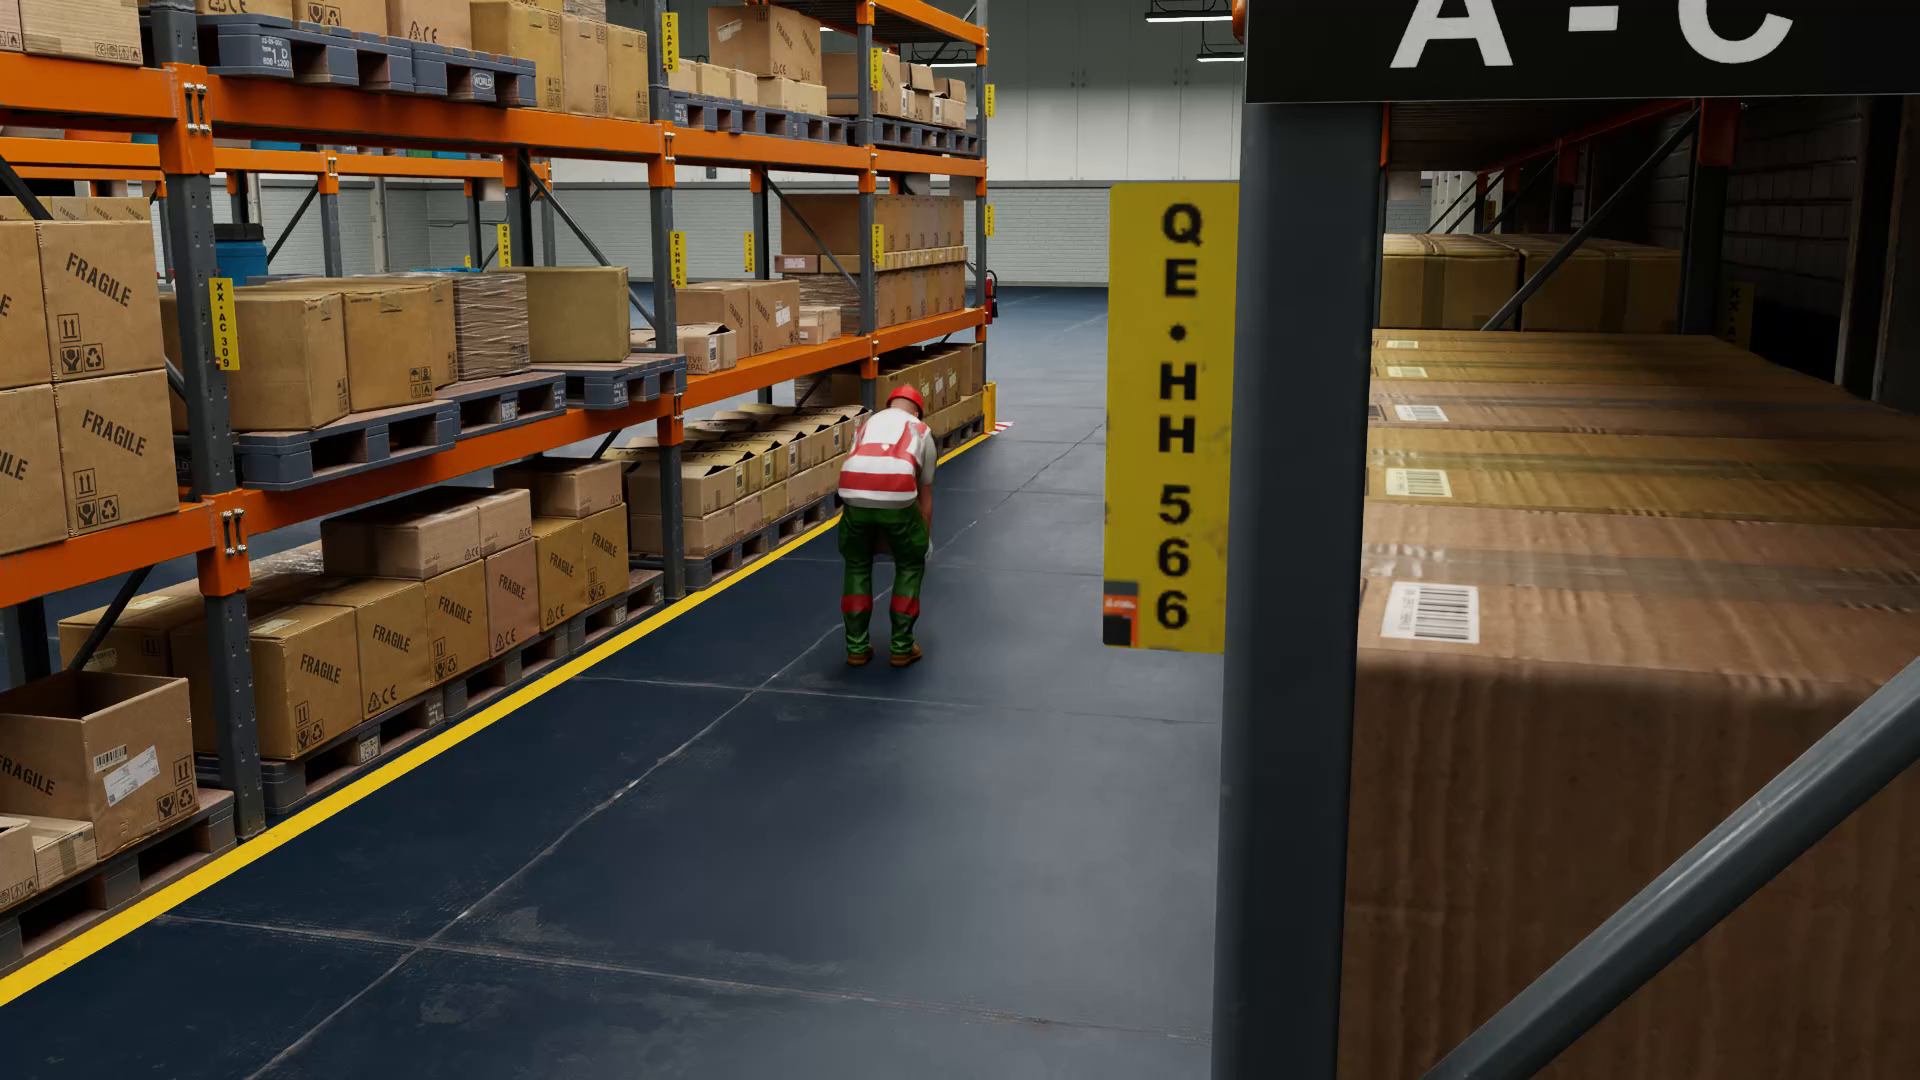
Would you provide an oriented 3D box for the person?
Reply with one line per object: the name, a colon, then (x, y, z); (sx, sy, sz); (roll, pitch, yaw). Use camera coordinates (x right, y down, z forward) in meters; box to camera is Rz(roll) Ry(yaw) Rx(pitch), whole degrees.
person: (-0.362, -0.088, 8.797); (0.480, 1.401, 0.887); (3, 12, 12)
